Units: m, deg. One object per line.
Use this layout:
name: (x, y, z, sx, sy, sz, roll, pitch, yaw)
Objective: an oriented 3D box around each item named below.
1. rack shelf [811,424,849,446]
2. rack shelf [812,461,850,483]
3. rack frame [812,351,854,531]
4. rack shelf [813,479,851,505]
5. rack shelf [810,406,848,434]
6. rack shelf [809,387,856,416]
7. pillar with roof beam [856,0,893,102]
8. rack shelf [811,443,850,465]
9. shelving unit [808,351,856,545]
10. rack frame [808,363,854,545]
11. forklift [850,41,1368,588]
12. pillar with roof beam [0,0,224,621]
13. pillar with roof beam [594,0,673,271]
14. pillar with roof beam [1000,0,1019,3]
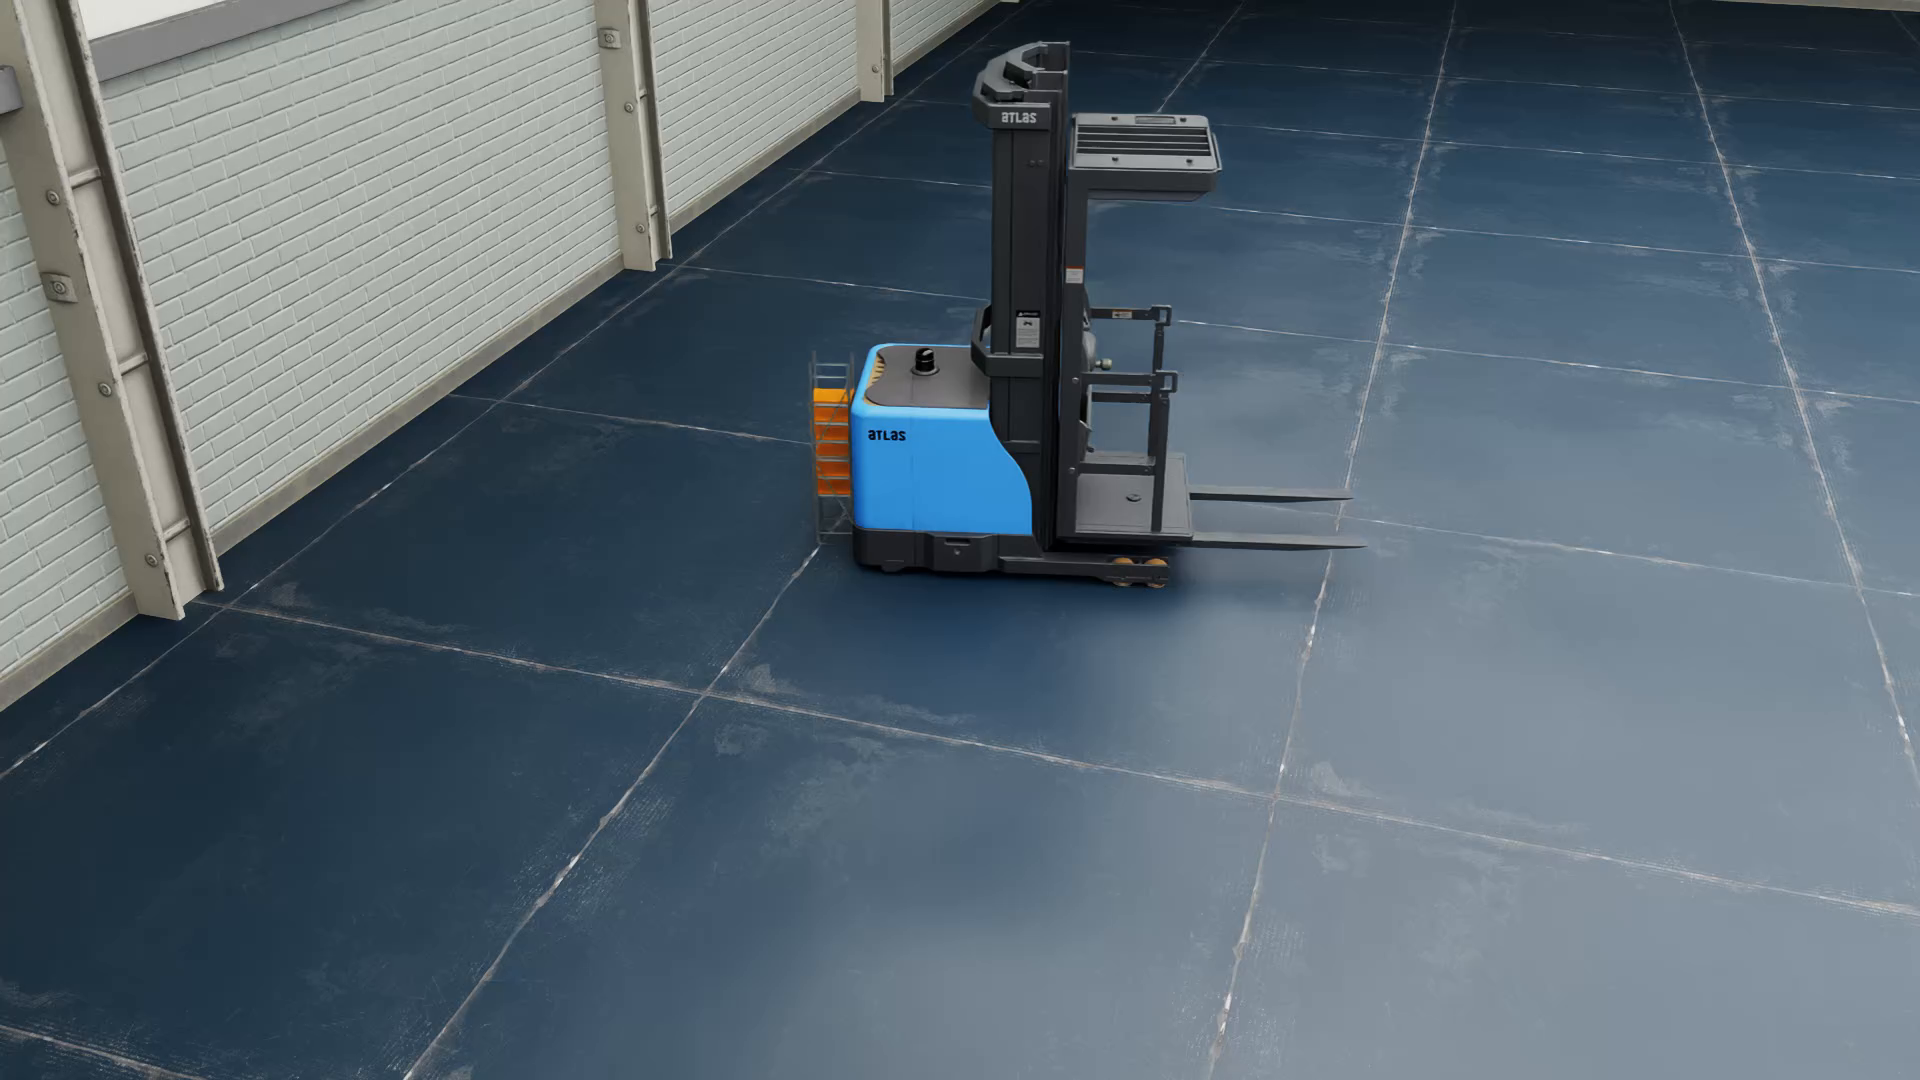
rack shelf: (-0.753, -0.607, 9.952, 0.258, 0.103, 0.180, 1, 29, 3)
rack shelf: (-0.753, -0.397, 10.069, 0.258, 0.103, 0.180, 1, 29, 3)
rack frame: (-0.748, -0.586, 10.068, 0.240, 1.200, 0.006, 1, 29, 3)
rack shelf: (-0.753, -0.293, 10.127, 0.258, 0.103, 0.180, 1, 29, 3)
rack shelf: (-0.753, -0.712, 9.894, 0.258, 0.103, 0.180, 1, 29, 3)
rack shelf: (-0.753, -0.817, 9.835, 0.258, 0.103, 0.180, 1, 29, 3)
pillar with roof beam: (3.120, -8.552, 16.366, 9.100, 9.000, 0.400, 8, 30, 15)
rack shelf: (-0.753, -0.502, 10.010, 0.258, 0.103, 0.180, 1, 29, 3)
shelving unit: (-0.753, -0.541, 9.989, 0.258, 1.200, 0.189, 1, 29, 3)
rack frame: (-0.758, -0.497, 9.909, 0.240, 1.200, 0.006, 1, 29, 3)
forklift: (0.906, -1.271, 9.519, 3.031, 2.935, 1.130, 2, 29, 4)
pillar with roof beam: (-0.402, -2.975, 6.342, 9.100, 9.000, 0.400, 8, 30, 15)
pillar with roof beam: (1.359, -5.764, 11.354, 9.100, 9.000, 0.400, 8, 30, 15)
pillar with roof beam: (4.881, -11.340, 21.379, 9.100, 9.000, 0.400, 8, 30, 15)
